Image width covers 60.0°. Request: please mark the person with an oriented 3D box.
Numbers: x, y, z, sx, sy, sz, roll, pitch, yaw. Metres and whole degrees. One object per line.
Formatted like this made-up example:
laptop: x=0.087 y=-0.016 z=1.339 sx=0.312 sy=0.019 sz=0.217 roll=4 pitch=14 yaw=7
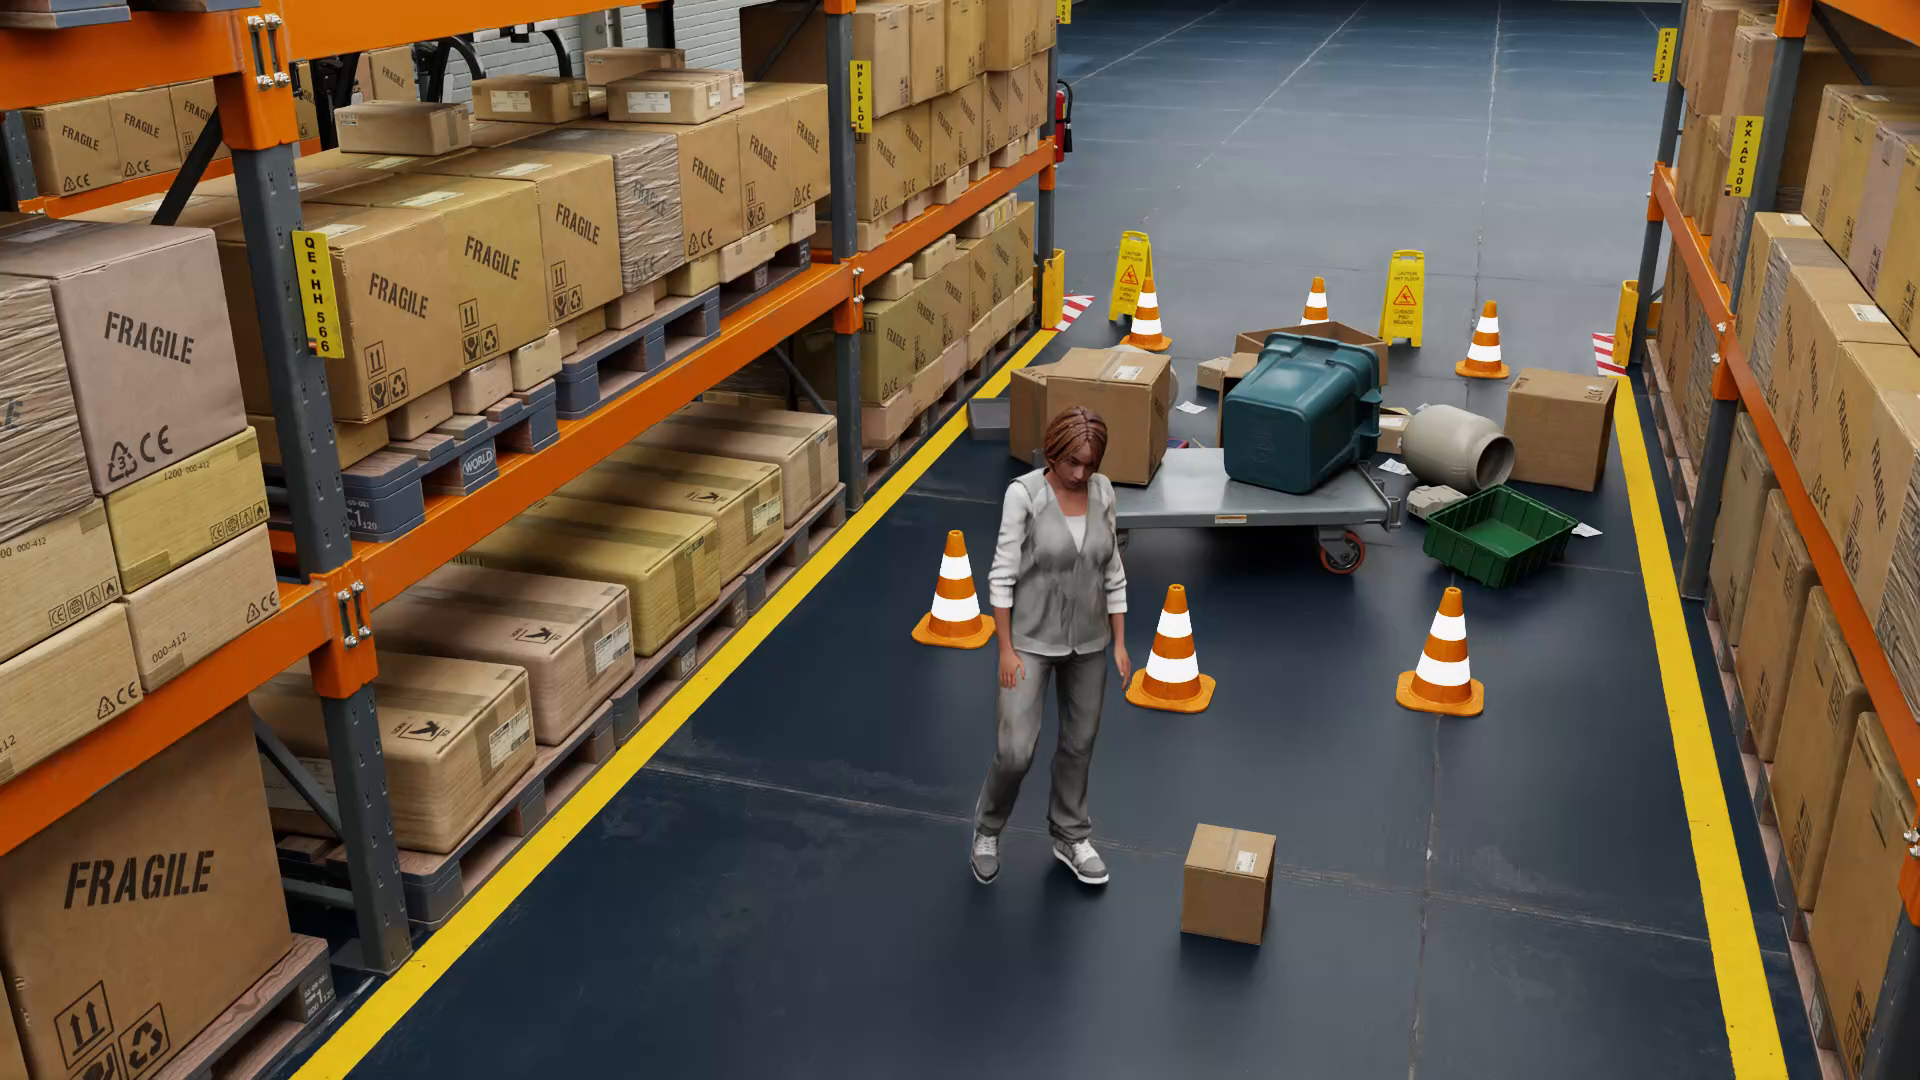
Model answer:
person: x=0.286 y=0.360 z=5.214 sx=0.488 sy=1.590 sz=0.372 roll=-9 pitch=24 yaw=-21
